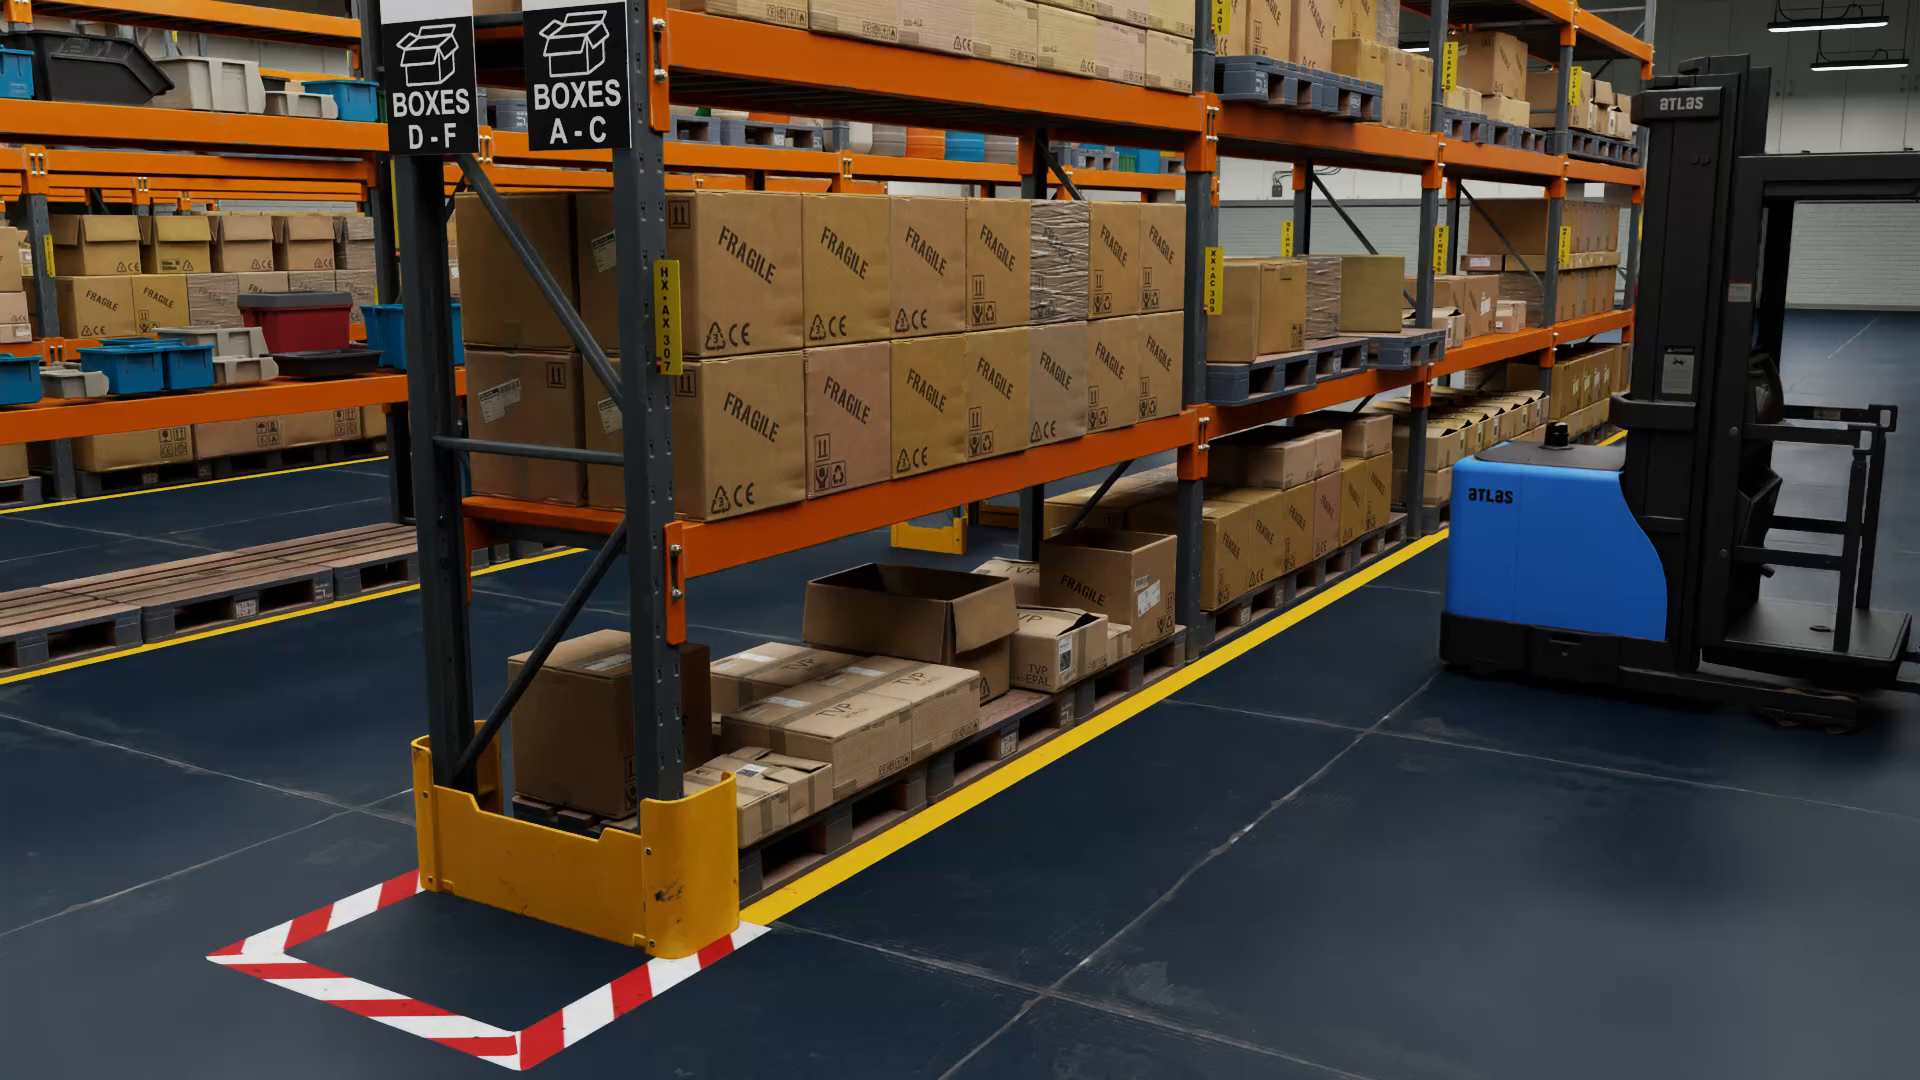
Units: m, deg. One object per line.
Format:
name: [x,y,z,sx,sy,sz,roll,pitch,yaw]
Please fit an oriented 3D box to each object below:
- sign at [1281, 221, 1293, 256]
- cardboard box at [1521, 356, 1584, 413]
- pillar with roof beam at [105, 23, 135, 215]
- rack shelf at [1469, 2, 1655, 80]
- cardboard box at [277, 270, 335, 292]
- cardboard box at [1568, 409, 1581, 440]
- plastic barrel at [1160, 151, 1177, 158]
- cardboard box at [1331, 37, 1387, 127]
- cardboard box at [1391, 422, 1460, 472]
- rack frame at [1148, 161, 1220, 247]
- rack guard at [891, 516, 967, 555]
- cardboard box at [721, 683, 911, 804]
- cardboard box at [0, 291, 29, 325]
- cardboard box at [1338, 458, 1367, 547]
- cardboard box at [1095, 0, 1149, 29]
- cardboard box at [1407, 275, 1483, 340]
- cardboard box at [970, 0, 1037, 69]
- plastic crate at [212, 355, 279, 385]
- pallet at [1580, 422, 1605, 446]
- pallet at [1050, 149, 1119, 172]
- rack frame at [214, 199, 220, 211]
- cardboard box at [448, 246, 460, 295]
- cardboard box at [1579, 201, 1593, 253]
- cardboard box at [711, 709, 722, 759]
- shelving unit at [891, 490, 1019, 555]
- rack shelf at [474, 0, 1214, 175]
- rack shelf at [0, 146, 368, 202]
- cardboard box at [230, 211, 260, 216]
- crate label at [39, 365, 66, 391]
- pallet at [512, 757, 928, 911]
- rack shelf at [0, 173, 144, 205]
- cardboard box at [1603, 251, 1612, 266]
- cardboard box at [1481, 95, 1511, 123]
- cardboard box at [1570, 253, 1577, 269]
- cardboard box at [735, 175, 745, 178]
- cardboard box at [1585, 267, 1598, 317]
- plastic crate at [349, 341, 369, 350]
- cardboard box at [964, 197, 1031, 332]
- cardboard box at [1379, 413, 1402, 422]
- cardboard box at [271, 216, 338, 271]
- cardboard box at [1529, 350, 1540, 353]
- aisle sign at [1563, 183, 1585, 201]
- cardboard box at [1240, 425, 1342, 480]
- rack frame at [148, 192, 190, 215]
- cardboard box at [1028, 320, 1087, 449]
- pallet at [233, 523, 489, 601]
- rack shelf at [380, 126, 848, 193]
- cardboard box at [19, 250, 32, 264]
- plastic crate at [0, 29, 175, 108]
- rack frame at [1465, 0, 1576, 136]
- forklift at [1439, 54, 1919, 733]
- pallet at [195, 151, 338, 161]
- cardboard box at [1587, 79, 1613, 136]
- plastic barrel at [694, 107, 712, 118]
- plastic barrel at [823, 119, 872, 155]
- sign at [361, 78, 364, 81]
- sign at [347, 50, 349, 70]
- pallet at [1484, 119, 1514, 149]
sign: [2.372,-2.145,12.028,0.100,0.325,0.005,6,12,31]
cardboard box: [5.686,-1.498,16.013,0.500,0.500,0.500,6,12,31]
pillar with roof beam: [-11.630,-7.663,28.346,9.100,9.000,0.548,6,12,31]
rack shelf: [5.963,-4.866,16.445,1.077,0.370,4.000,6,12,31]
cardboard box: [-6.192,-2.258,15.508,0.500,0.500,0.500,6,12,29]
cardboard box: [5.688,-1.129,16.081,0.500,0.250,0.500,6,12,31]
plastic barrel: [2.286,-4.837,19.751,0.600,0.588,0.600,0,11,0]
cardboard box: [2.115,-2.813,10.320,0.910,0.500,0.500,6,12,31]
cardboard box: [3.371,-0.708,12.307,0.500,0.311,0.500,7,13,33]
rack frame: [2.770,-3.255,21.105,1.000,3.000,0.127,6,12,31]
rack guard: [-0.219,-0.057,11.491,0.587,0.250,0.087,6,12,31]
cardboard box: [-0.521,0.733,6.078,0.500,0.250,0.500,6,12,31]
cardboard box: [-7.699,-1.819,13.034,0.500,0.250,0.500,6,12,30]
cardboard box: [2.294,-0.260,10.703,0.500,0.500,0.500,6,12,29]
cardboard box: [0.488,-2.360,7.220,0.500,0.250,0.500,6,12,31]
cardboard box: [3.978,-1.921,13.705,0.500,0.500,0.500,6,12,31]
cardboard box: [-0.039,-1.958,6.430,0.500,0.250,0.500,6,12,31]
plastic crate: [-4.108,-0.965,9.427,0.293,0.136,0.466,6,12,31]
pallet: [6.006,-1.096,17.146,1.003,0.211,1.213,6,12,31]
pallet: [0.984,-4.131,18.142,1.213,0.211,1.003,6,12,31]
rack frame: [-14.177,-5.149,31.220,1.000,3.000,0.127,6,12,31]
cardboard box: [-5.371,-2.815,17.339,0.500,0.500,0.500,5,12,24]
cardboard box: [5.931,-3.146,16.726,0.700,0.500,0.500,6,12,31]
cardboard box: [-0.947,0.747,6.230,0.380,0.166,0.250,6,12,31]
shelving unit: [0.040,-0.749,11.795,0.587,1.500,1.083,6,12,31]
rack shelf: [-0.267,-1.700,6.604,1.077,0.370,4.000,6,12,31]
rack shelf: [-6.655,-3.277,15.022,1.077,0.370,4.000,6,12,31]
cardboard box: [-11.312,-4.860,25.878,0.700,0.500,0.500,6,12,31]
crate label: [-4.982,-0.875,8.943,0.396,0.136,0.243,6,12,31]
pallet: [-0.853,0.968,6.124,1.003,0.211,1.213,6,12,31]
rack shelf: [-10.842,-3.766,17.638,1.077,0.370,4.000,6,12,31]
cardboard box: [6.698,-2.990,17.652,0.380,0.149,0.250,6,12,30]
cardboard box: [4.314,-3.577,13.938,0.500,0.250,0.500,5,12,25]
cardboard box: [5.759,-2.705,16.131,0.380,0.149,0.250,6,12,29]
cardboard box: [-2.817,-4.630,20.705,0.500,0.250,0.500,6,12,30]
cardboard box: [6.217,-2.598,17.322,0.700,0.500,0.500,6,12,31]
plastic crate: [-3.824,-1.208,10.725,0.396,0.136,0.243,6,12,31]
cardboard box: [-0.058,-1.091,6.558,0.500,0.500,0.500,6,12,30]
cardboard box: [3.173,-0.842,13.022,0.500,0.311,0.500,6,12,30]
cardboard box: [-6.351,-2.797,15.659,0.797,0.503,0.637,7,13,32]
cardboard box: [5.752,-1.706,17.124,0.500,0.500,0.500,6,12,31]
aisle sign: [6.773,-4.099,18.547,0.394,0.787,0.004,6,12,31]
cardboard box: [2.010,-0.539,10.158,0.500,0.250,0.500,6,12,30]
rack frame: [-12.010,-4.046,25.330,1.000,3.000,0.127,6,12,31]
cardboard box: [0.200,-0.678,7.067,0.500,0.500,0.500,7,13,32]
pallet: [-3.809,0.122,10.644,1.003,0.211,1.213,6,12,31]
rack shelf: [-2.422,-2.803,12.495,1.077,0.370,4.000,6,12,31]
cardboard box: [-10.200,-3.054,17.957,0.380,0.149,0.250,6,12,31]
plastic crate: [-4.509,-2.397,8.537,0.504,0.338,0.767,6,12,31]
rack frame: [4.924,-5.101,14.662,1.000,3.000,0.127,6,12,31]
forklift: [3.913,-0.701,7.648,3.031,2.935,1.130,7,13,32]
pallet: [-6.484,-3.569,15.145,1.003,0.211,1.213,7,13,33]
cardboard box: [5.887,-4.200,16.196,0.797,0.503,0.637,8,13,37]
plastic barrel: [-2.130,-3.457,13.312,0.294,0.245,0.294,0,11,0]
plastic barrel: [-0.961,-3.546,14.203,0.421,0.512,0.421,0,11,0]
sign: [-3.930,-2.900,11.030,0.100,0.325,0.005,6,12,31]
sign: [-10.397,-8.174,28.322,0.100,0.325,0.005,6,12,31]
pallet: [3.702,-3.196,13.152,1.003,0.211,1.213,7,13,33]
